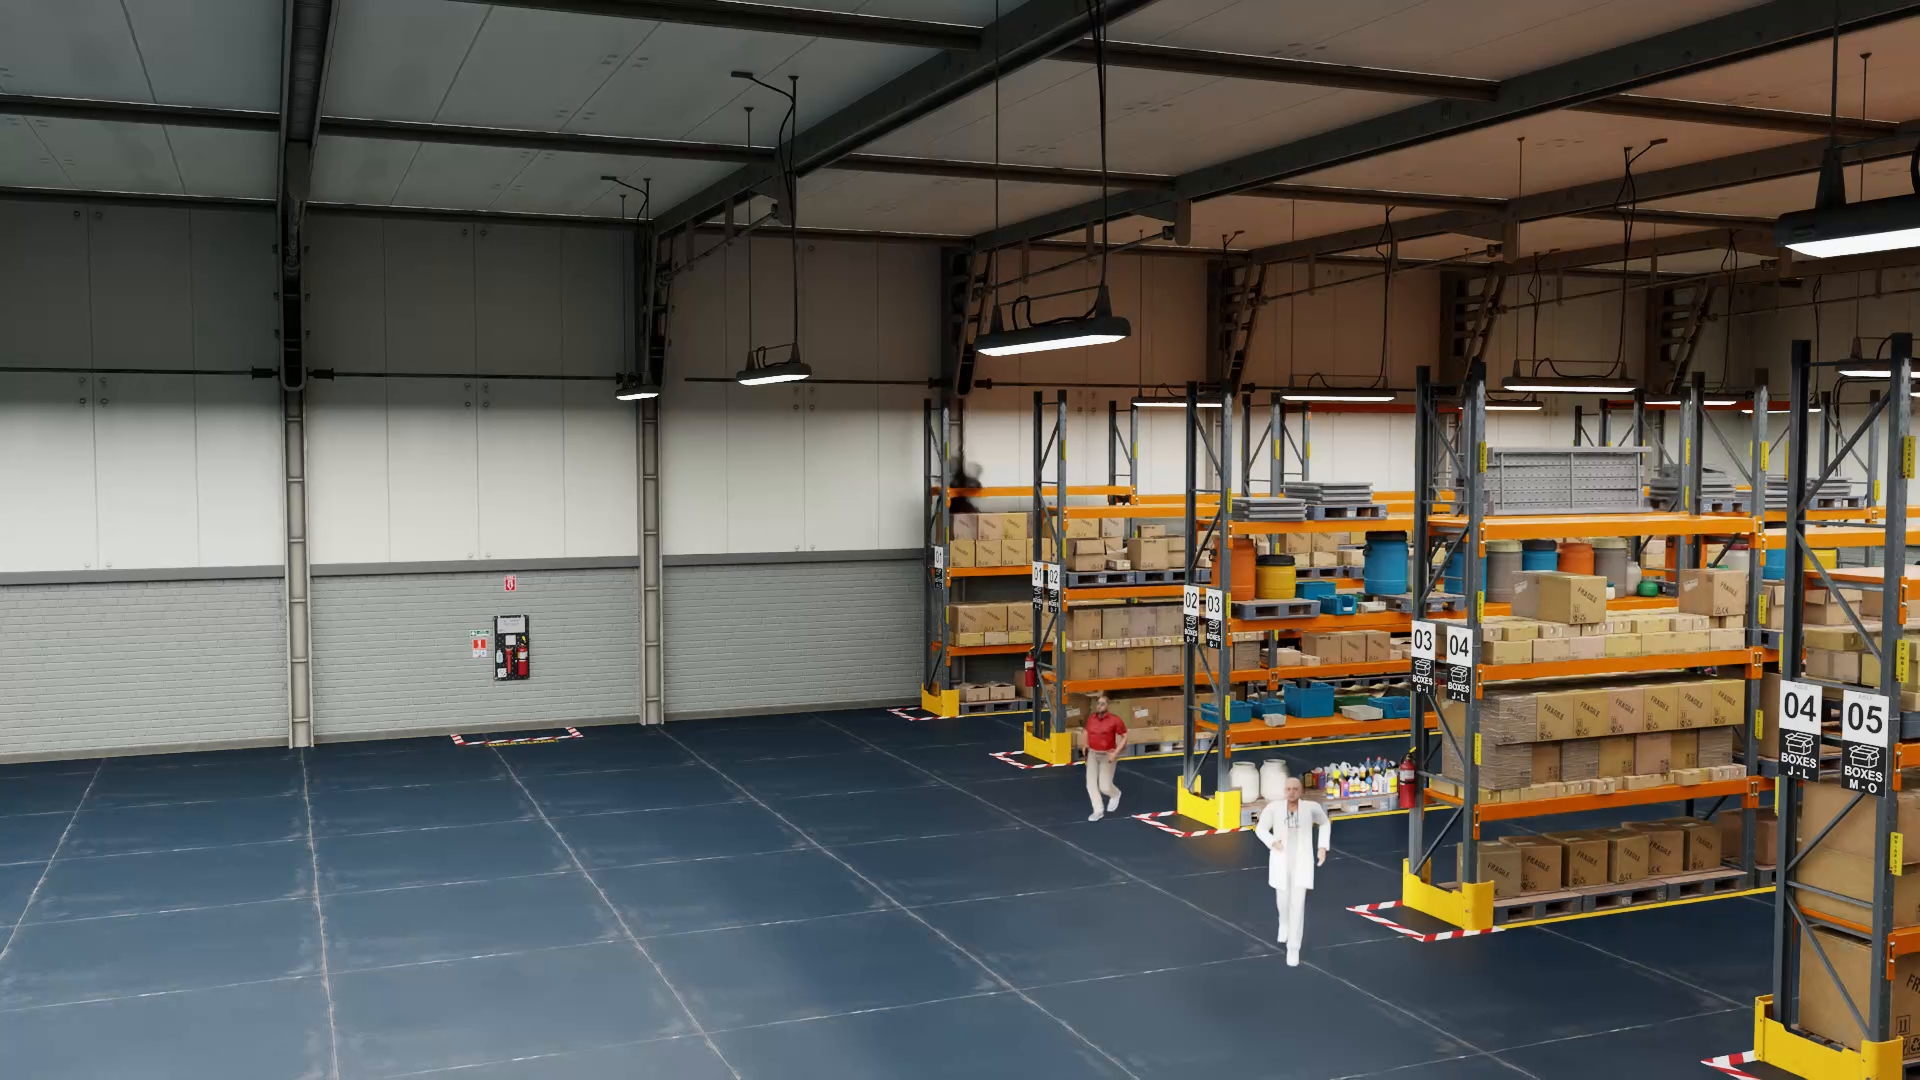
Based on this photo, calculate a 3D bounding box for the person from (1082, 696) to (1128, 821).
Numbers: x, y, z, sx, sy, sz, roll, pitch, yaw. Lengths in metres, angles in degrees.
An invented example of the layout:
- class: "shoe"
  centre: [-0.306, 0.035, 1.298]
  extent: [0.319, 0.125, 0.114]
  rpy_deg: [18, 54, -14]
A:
- class: "person"
  centre: [1.968, 2.977, 22.815]
  extent: [0.678, 1.682, 0.608]
  rpy_deg: [2, 4, 31]

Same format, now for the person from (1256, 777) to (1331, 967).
- class: "person"
  centre: [3.356, 3.279, 16.785]
  extent: [0.730, 1.804, 0.949]
  rpy_deg: [1, 3, 16]
